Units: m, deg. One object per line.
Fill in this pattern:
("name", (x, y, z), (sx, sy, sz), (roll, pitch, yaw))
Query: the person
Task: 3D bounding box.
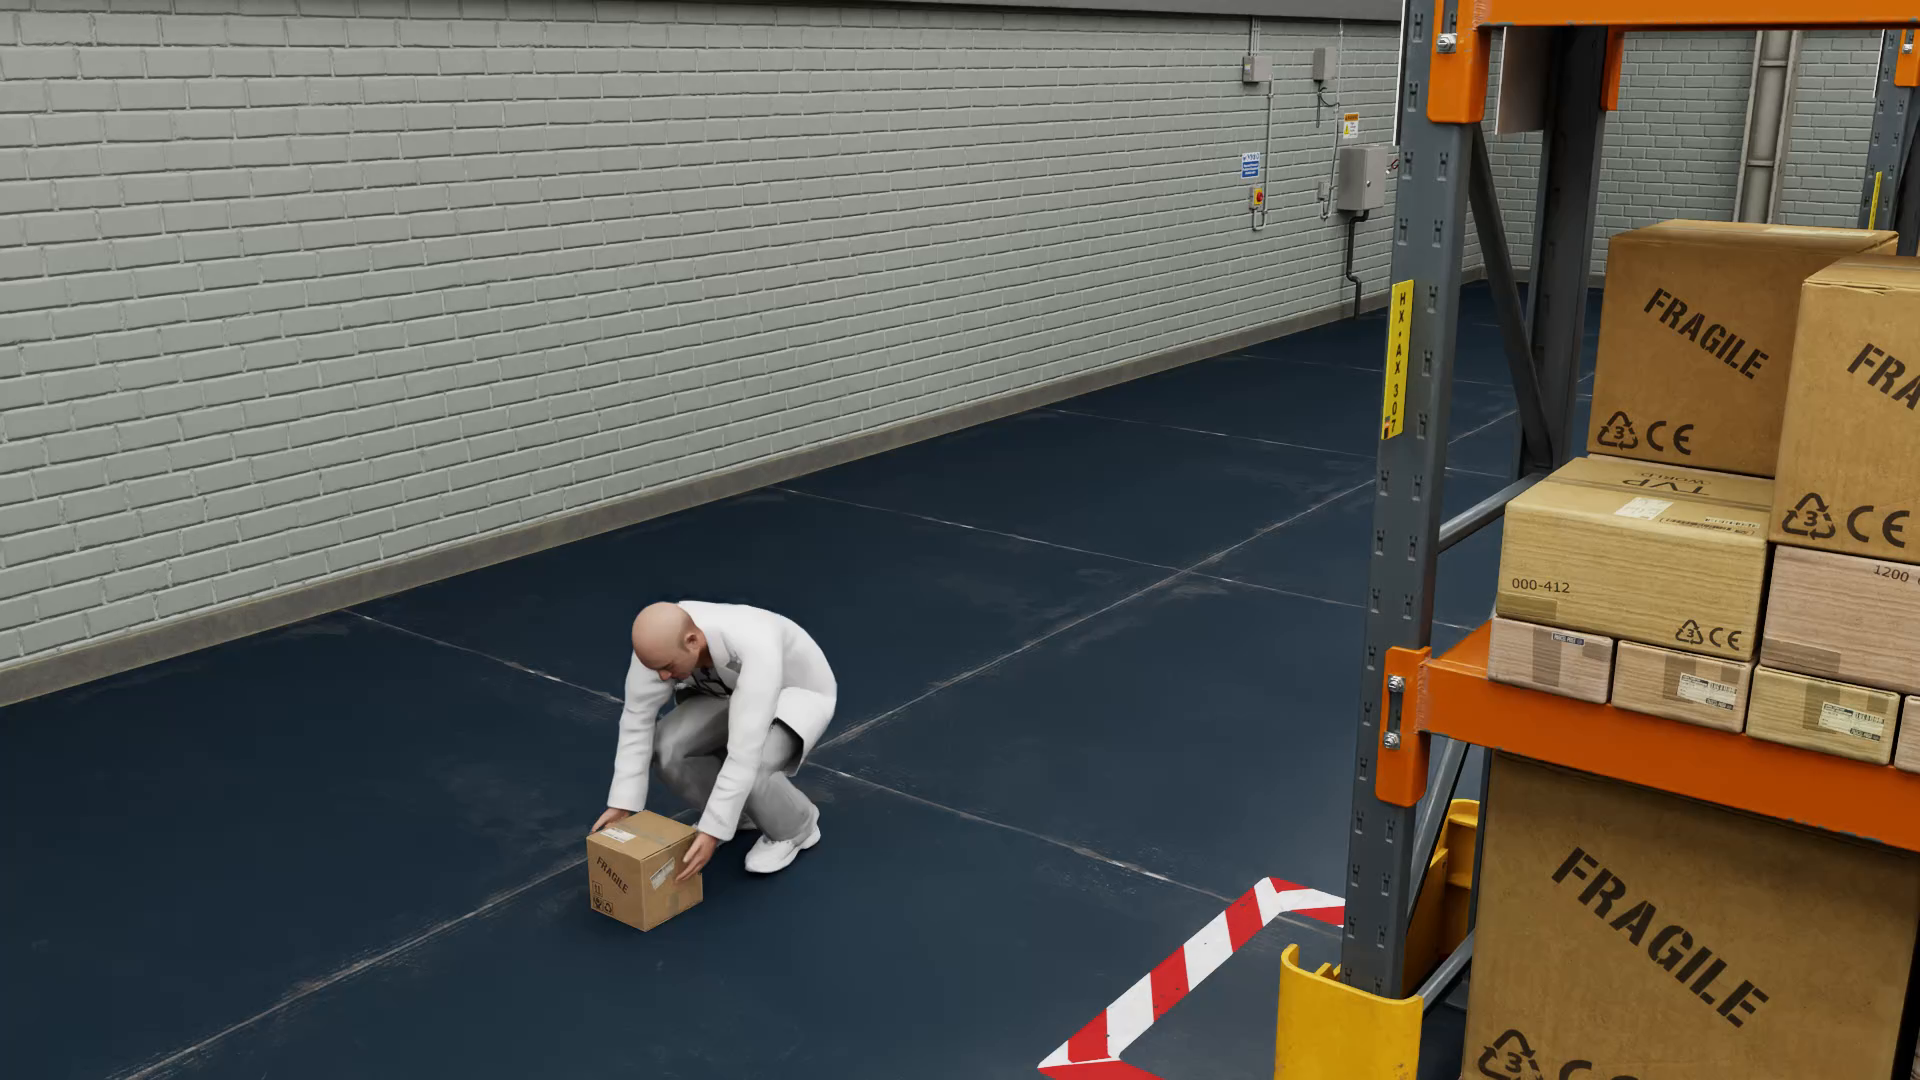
("person", (-0.754, 0.629, 5.424), (0.611, 0.930, 0.896), (12, 20, 35))
